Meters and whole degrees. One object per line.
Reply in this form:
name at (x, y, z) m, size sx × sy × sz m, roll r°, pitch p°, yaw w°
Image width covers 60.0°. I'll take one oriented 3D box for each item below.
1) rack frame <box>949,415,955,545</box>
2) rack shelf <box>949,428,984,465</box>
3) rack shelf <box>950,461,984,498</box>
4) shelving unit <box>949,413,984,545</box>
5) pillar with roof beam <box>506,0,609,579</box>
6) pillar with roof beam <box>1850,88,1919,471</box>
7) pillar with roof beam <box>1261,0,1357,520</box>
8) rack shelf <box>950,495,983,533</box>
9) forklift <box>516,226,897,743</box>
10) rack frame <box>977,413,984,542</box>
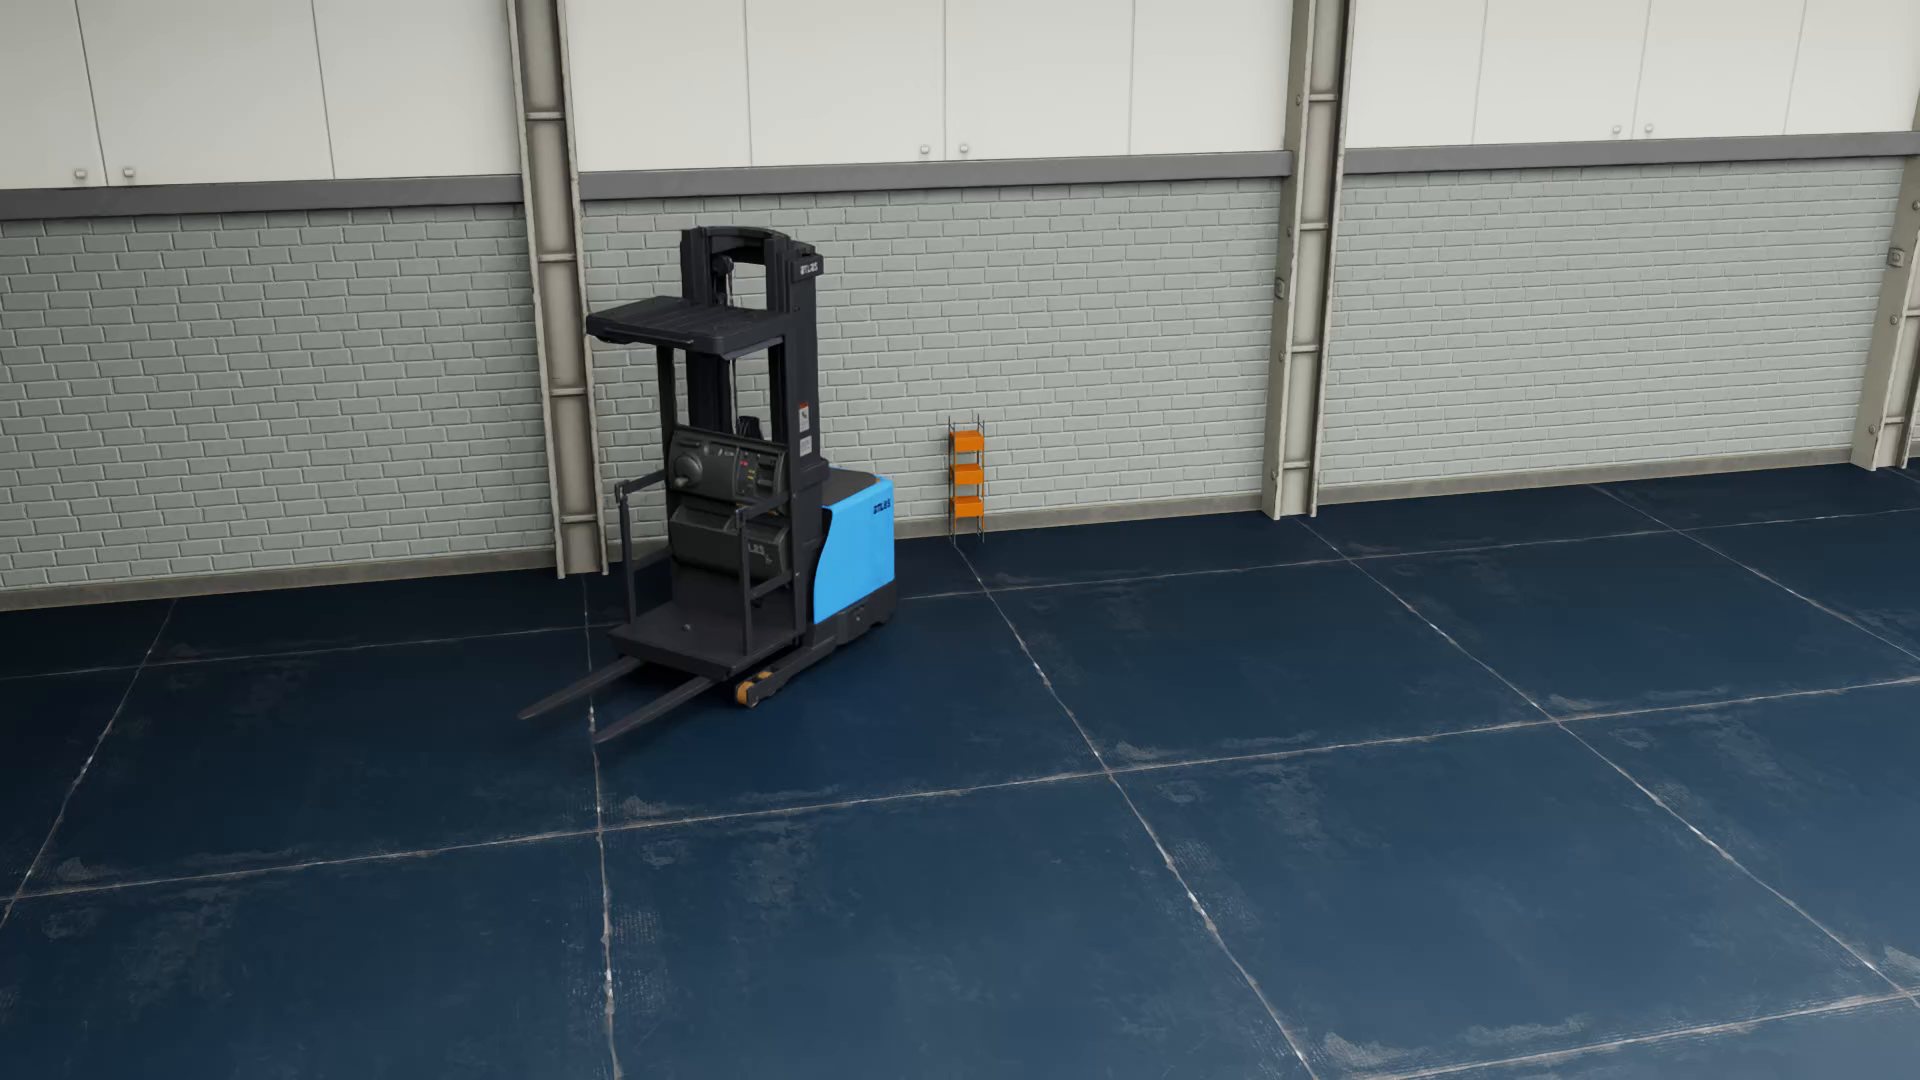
rack frame at (-0.067, -0.488, 13.619) m, size 0.008 × 1.050 × 0.200 m, roll -5°, pitch 21°, yaw -12°
rack shelf at (0.052, -0.754, 13.552) m, size 0.240 × 0.259 × 0.215 m, roll -5°, pitch 21°, yaw -12°
rack shelf at (0.052, -0.487, 13.649) m, size 0.240 × 0.259 × 0.215 m, roll -5°, pitch 21°, yaw -12°
shelving unit at (0.052, -0.497, 13.646) m, size 0.252 × 1.050 × 0.215 m, roll -5°, pitch 21°, yaw -12°
pillar with roof beam at (-1.995, -2.549, 7.690) m, size 0.400 × 9.000 × 9.100 m, roll -5°, pitch 21°, yaw -12°
pillar with roof beam at (9.683, -3.499, 10.283) m, size 0.400 × 9.000 × 9.100 m, roll -5°, pitch 21°, yaw -12°
pillar with roof beam at (3.844, -3.024, 8.987) m, size 0.400 × 9.000 × 9.100 m, roll -5°, pitch 21°, yaw -12°
rack shelf at (0.052, -0.226, 13.745) m, size 0.240 × 0.259 × 0.215 m, roll -5°, pitch 21°, yaw -12°
forklift at (-1.656, -0.467, 10.829) m, size 1.130 × 2.935 × 3.031 m, roll 12°, pitch 23°, yaw 29°
rack frame at (0.171, -0.507, 13.672) m, size 0.008 × 1.050 × 0.200 m, roll -5°, pitch 21°, yaw -12°
